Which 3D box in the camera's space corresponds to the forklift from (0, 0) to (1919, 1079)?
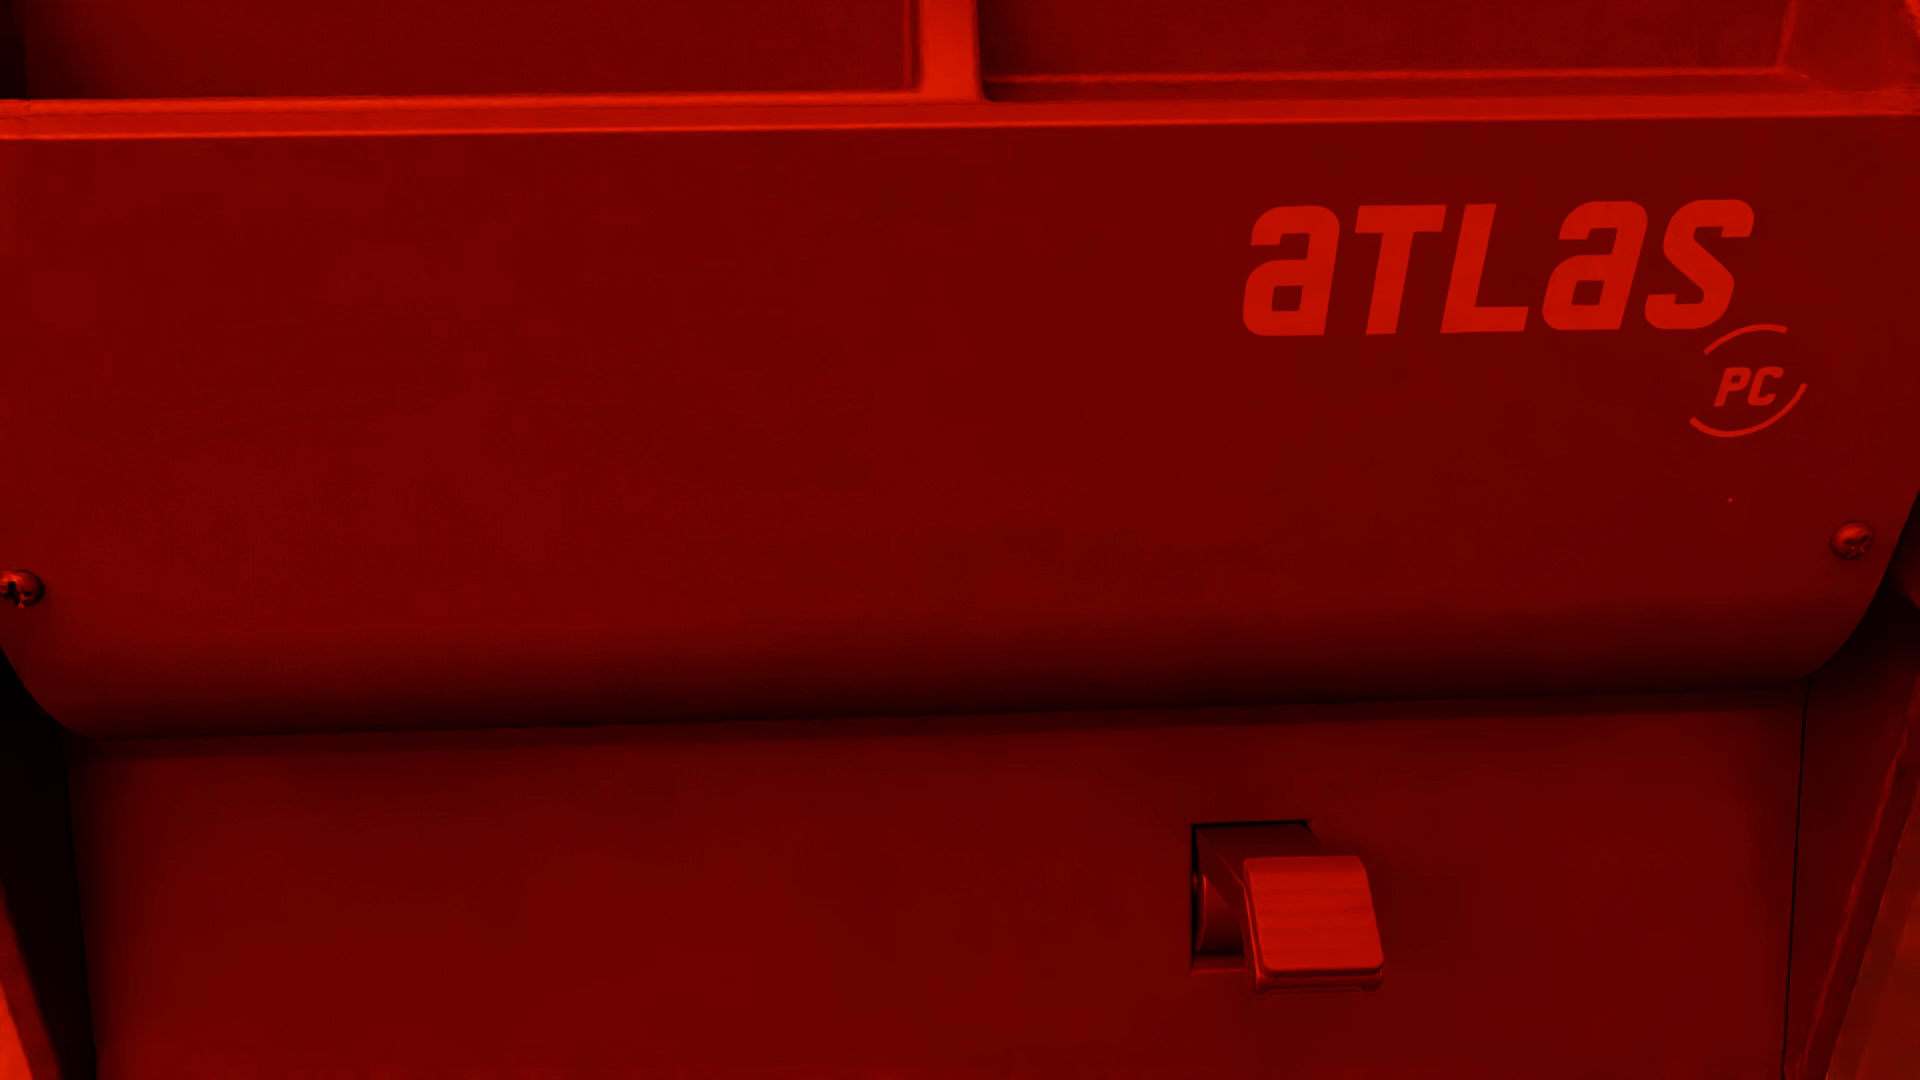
[{"bbox_3d":[0.014,-0.540,0.334,1.130,2.935,3.031,-1,27,-3],"label":"forklift"}]
